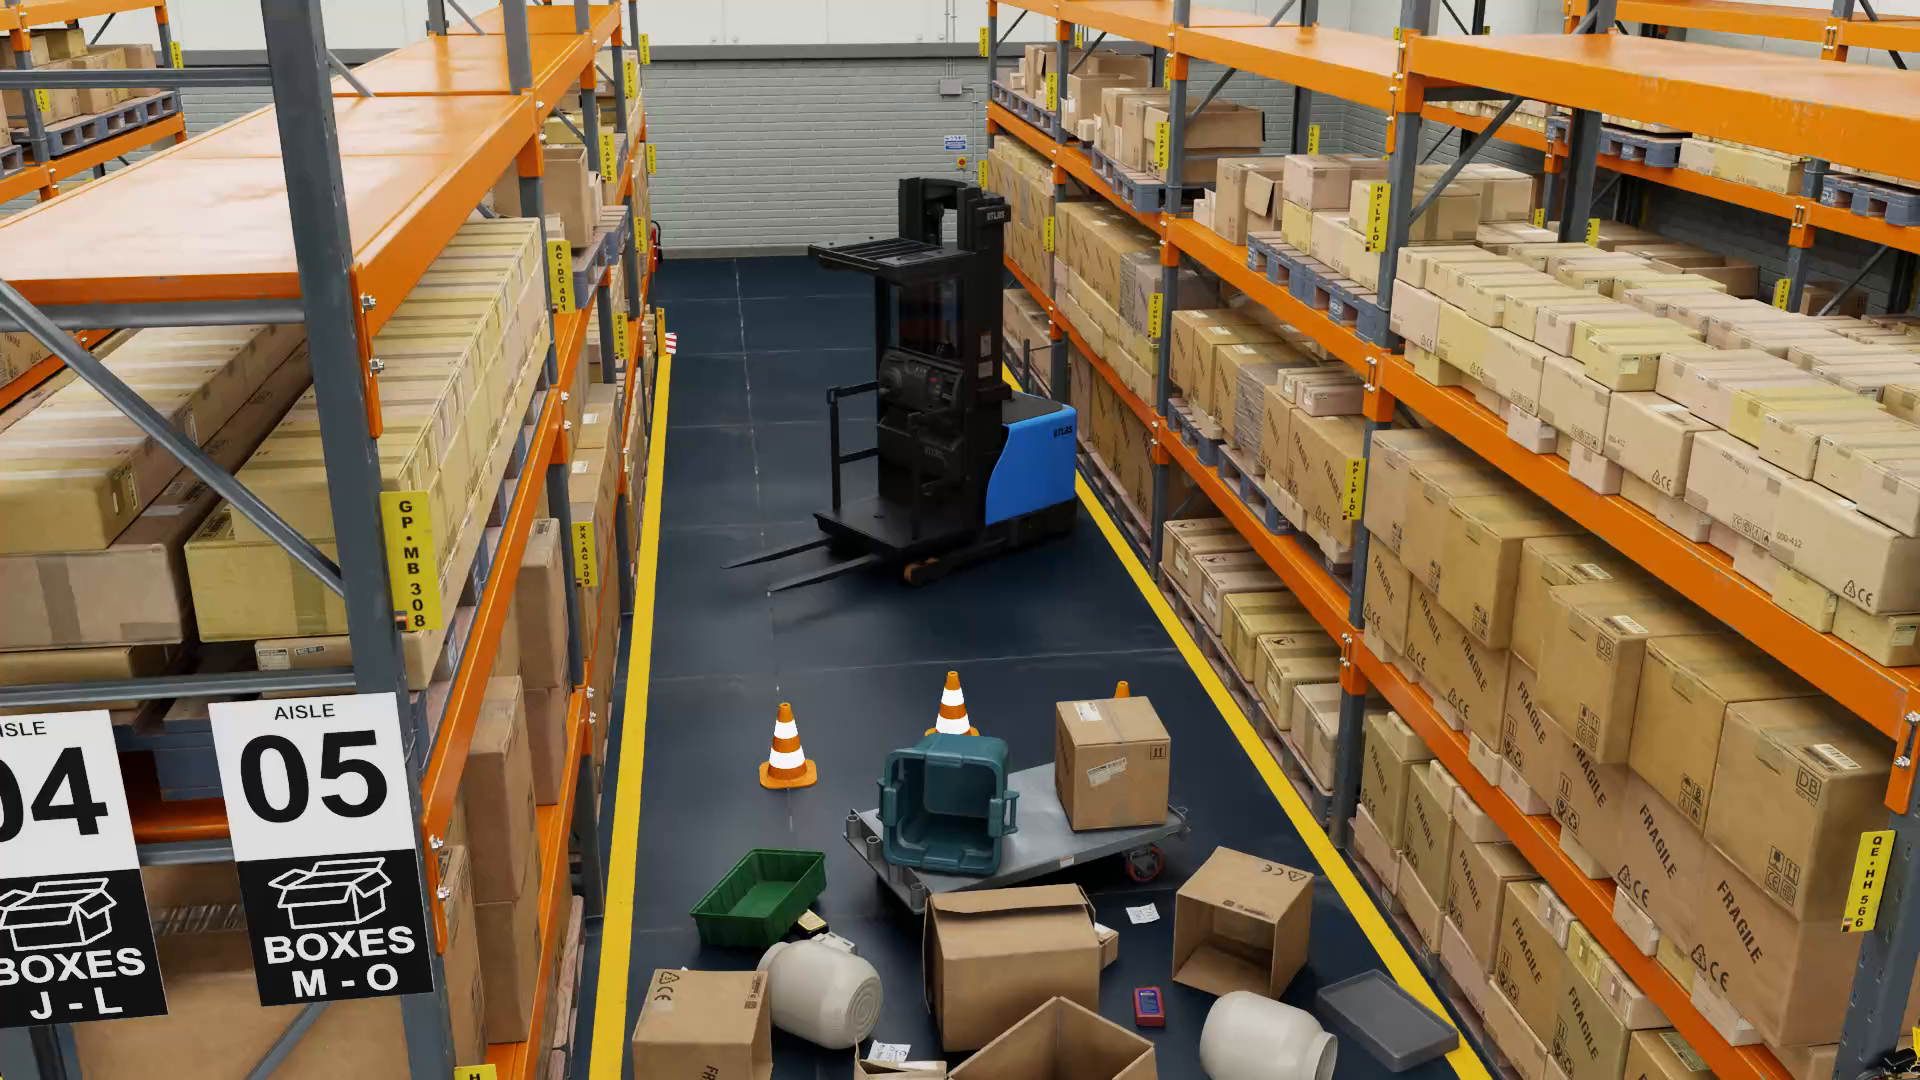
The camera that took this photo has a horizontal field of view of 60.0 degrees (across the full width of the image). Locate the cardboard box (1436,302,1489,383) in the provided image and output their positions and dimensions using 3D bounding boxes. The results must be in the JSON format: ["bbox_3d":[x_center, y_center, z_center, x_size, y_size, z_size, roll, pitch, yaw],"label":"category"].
[{"bbox_3d":[2.430,-0.874,7.272,0.500,0.250,0.500,-3,21,-8],"label":"cardboard box"}]

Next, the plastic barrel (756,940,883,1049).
[{"bbox_3d":[-0.648,2.063,7.589,0.512,0.421,0.421,12,24,30],"label":"plastic barrel"}]

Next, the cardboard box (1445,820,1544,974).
[{"bbox_3d":[2.534,1.578,7.462,0.500,0.500,0.500,-2,21,-5],"label":"cardboard box"}]

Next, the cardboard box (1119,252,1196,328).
[{"bbox_3d":[1.562,-1.987,13.178,0.500,0.500,0.500,-3,21,-7],"label":"cardboard box"}]

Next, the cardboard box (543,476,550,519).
[{"bbox_3d":[-2.407,-0.146,8.249,0.700,0.500,0.500,-3,21,-9],"label":"cardboard box"}]

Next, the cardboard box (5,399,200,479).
[{"bbox_3d":[-2.209,-0.254,4.299,0.380,0.149,0.250,-3,21,-7],"label":"cardboard box"}]

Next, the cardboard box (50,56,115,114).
[{"bbox_3d":[-8.586,-4.352,15.909,0.700,0.500,0.500,-2,21,-5],"label":"cardboard box"}]

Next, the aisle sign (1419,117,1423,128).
[{"bbox_3d":[5.435,-5.377,20.111,0.394,0.787,0.004,-3,21,-8],"label":"aisle sign"}]

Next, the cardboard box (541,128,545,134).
[{"bbox_3d":[-3.393,-2.827,12.569,0.500,0.500,0.500,-3,21,-8],"label":"cardboard box"}]

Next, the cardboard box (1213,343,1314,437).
[{"bbox_3d":[1.978,-0.981,10.887,0.500,0.500,0.500,-3,21,-7],"label":"cardboard box"}]

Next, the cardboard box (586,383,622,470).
[{"bbox_3d":[-2.576,-0.749,11.291,0.500,0.500,0.500,-3,21,-8],"label":"cardboard box"}]

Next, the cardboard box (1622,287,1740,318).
[{"bbox_3d":[2.981,-0.947,6.896,0.380,0.149,0.250,-3,21,-9],"label":"cardboard box"}]

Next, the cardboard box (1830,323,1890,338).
[{"bbox_3d":[6.683,-1.514,12.413,0.380,0.149,0.250,-2,21,-7],"label":"cardboard box"}]

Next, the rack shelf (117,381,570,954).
[{"bbox_3d":[-2.042,0.165,5.729,1.077,0.370,4.000,-3,21,-8],"label":"rack shelf"}]

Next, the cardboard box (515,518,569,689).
[{"bbox_3d":[-2.116,0.278,6.926,0.875,0.550,0.550,-3,21,-8],"label":"cardboard box"}]

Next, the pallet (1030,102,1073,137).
[{"bbox_3d":[1.293,-4.162,16.411,1.003,0.211,1.213,-3,21,-8],"label":"pallet"}]

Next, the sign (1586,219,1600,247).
[{"bbox_3d":[3.090,-1.422,8.209,0.100,0.325,0.005,-3,21,-8],"label":"sign"}]

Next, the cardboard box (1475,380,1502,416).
[{"bbox_3d":[2.480,-0.649,7.239,0.380,0.149,0.250,-2,21,-6],"label":"cardboard box"}]

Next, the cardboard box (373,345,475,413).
[{"bbox_3d":[-1.632,-0.463,4.858,0.380,0.149,0.250,-3,21,-9],"label":"cardboard box"}]

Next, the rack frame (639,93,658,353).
[{"bbox_3d":[-4.060,-3.614,19.106,1.000,3.000,0.127,-3,21,-8],"label":"rack frame"}]

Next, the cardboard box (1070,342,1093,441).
[{"bbox_3d":[1.569,-1.505,15.895,0.875,0.875,0.875,-2,21,-6],"label":"cardboard box"}]

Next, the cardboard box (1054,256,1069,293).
[{"bbox_3d":[1.185,-2.512,15.653,0.500,0.250,0.500,-4,21,-9],"label":"cardboard box"}]

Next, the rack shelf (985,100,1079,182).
[{"bbox_3d":[1.112,-4.275,17.615,1.077,0.370,4.000,-3,21,-8],"label":"rack shelf"}]

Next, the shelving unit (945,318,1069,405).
[{"bbox_3d":[0.397,-1.168,14.700,0.538,1.500,1.048,-17,26,-38],"label":"shelving unit"}]

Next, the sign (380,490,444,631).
[{"bbox_3d":[-1.203,0.048,3.652,0.100,0.325,0.005,-3,21,-8],"label":"sign"}]

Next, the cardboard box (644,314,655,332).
[{"bbox_3d":[-3.590,-2.411,18.507,0.380,0.149,0.250,-3,21,-9],"label":"cardboard box"}]

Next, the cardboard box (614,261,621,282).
[{"bbox_3d":[-3.193,-2.365,14.670,0.380,0.149,0.250,-4,21,-9],"label":"cardboard box"}]

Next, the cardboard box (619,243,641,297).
[{"bbox_3d":[-3.305,-2.600,15.822,0.500,0.500,0.500,-3,21,-9],"label":"cardboard box"}]

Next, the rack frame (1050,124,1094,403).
[{"bbox_3d":[1.401,-2.514,16.160,1.000,3.000,0.127,-3,21,-8],"label":"rack frame"}]

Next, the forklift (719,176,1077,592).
[{"bbox_3d":[-0.467,-1.229,12.817,3.031,2.935,1.130,-17,26,-38],"label":"forklift"}]

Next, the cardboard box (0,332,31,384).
[{"bbox_3d":[-7.921,-1.561,13.465,0.500,0.500,0.500,-3,21,-8],"label":"cardboard box"}]

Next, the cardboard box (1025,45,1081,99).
[{"bbox_3d":[0.966,-4.889,17.346,0.500,0.500,0.500,-3,21,-7],"label":"cardboard box"}]

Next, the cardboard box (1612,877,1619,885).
[{"bbox_3d":[2.738,1.284,6.349,0.380,0.149,0.250,-3,21,-7],"label":"cardboard box"}]

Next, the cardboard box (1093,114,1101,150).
[{"bbox_3d":[1.318,-3.403,13.845,0.396,0.266,0.258,-1,21,-3],"label":"cardboard box"}]

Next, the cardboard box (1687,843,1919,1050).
[{"bbox_3d":[2.780,1.280,5.433,0.500,0.500,0.500,-3,21,-9],"label":"cardboard box"}]

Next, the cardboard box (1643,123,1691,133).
[{"bbox_3d":[6.208,-3.642,14.510,0.380,0.149,0.250,-2,21,-7],"label":"cardboard box"}]

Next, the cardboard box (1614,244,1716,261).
[{"bbox_3d":[6.348,-2.380,15.057,0.700,0.500,0.500,-3,21,-8],"label":"cardboard box"}]

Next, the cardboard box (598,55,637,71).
[{"bbox_3d":[-3.599,-5.005,17.472,0.380,0.149,0.250,-3,21,-7],"label":"cardboard box"}]

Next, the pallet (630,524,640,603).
[{"bbox_3d":[-3.018,0.191,12.903,1.003,0.211,1.213,-3,21,-8],"label":"pallet"}]

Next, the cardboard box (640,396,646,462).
[{"bbox_3d":[-3.127,-1.012,15.110,0.500,0.500,0.500,-3,21,-9],"label":"cardboard box"}]

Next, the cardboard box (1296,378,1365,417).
[{"bbox_3d":[2.152,-0.817,9.522,0.380,0.149,0.250,-4,21,-9],"label":"cardboard box"}]

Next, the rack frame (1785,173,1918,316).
[{"bbox_3d":[6.889,-1.381,13.126,1.000,3.000,0.127,-3,21,-8],"label":"rack frame"}]

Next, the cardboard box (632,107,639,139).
[{"bbox_3d":[-3.426,-4.092,16.313,0.500,0.250,0.500,-2,21,-5],"label":"cardboard box"}]

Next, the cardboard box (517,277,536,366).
[{"bbox_3d":[-1.932,-0.845,6.450,0.500,0.250,0.500,-3,21,-8],"label":"cardboard box"}]

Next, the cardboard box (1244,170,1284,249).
[{"bbox_3d":[2.225,-2.056,10.499,0.797,0.503,0.637,-3,21,-8],"label":"cardboard box"}]

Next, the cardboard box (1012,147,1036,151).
[{"bbox_3d":[0.779,-4.220,18.228,0.380,0.149,0.250,-3,21,-7],"label":"cardboard box"}]

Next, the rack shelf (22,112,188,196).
[{"bbox_3d":[-8.694,-3.775,16.277,1.077,0.370,4.000,-3,21,-8],"label":"rack shelf"}]

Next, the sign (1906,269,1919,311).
[{"bbox_3d":[7.437,-1.952,13.002,0.100,0.325,0.005,-3,21,-8],"label":"sign"}]

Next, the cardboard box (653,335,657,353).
[{"bbox_3d":[-3.640,-2.220,18.847,0.380,0.149,0.250,-2,21,-6],"label":"cardboard box"}]

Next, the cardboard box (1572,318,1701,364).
[{"bbox_3d":[2.582,-0.746,6.358,0.380,0.149,0.250,-3,21,-7],"label":"cardboard box"}]

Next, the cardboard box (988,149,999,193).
[{"bbox_3d":[0.611,-4.234,19.193,0.500,0.500,0.500,-3,21,-9],"label":"cardboard box"}]

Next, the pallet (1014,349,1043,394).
[{"bbox_3d":[1.189,-1.898,18.497,1.003,0.211,1.213,-3,21,-8],"label":"pallet"}]

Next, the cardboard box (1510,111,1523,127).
[{"bbox_3d":[5.906,-4.341,17.124,0.380,0.149,0.250,-2,21,-6],"label":"cardboard box"}]

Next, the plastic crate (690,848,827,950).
[{"bbox_3d":[-1.008,1.825,8.480,0.450,0.188,0.662,-2,18,24],"label":"plastic crate"}]

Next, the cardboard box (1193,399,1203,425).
[{"bbox_3d":[1.841,-0.890,11.570,0.380,0.149,0.250,-4,21,-11],"label":"cardboard box"}]

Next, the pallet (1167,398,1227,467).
[{"bbox_3d":[2.185,-0.798,11.840,1.213,0.211,1.003,-3,21,-8],"label":"pallet"}]

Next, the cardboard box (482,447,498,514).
[{"bbox_3d":[-1.667,-0.178,5.233,0.380,0.149,0.250,-3,21,-8],"label":"cardboard box"}]
